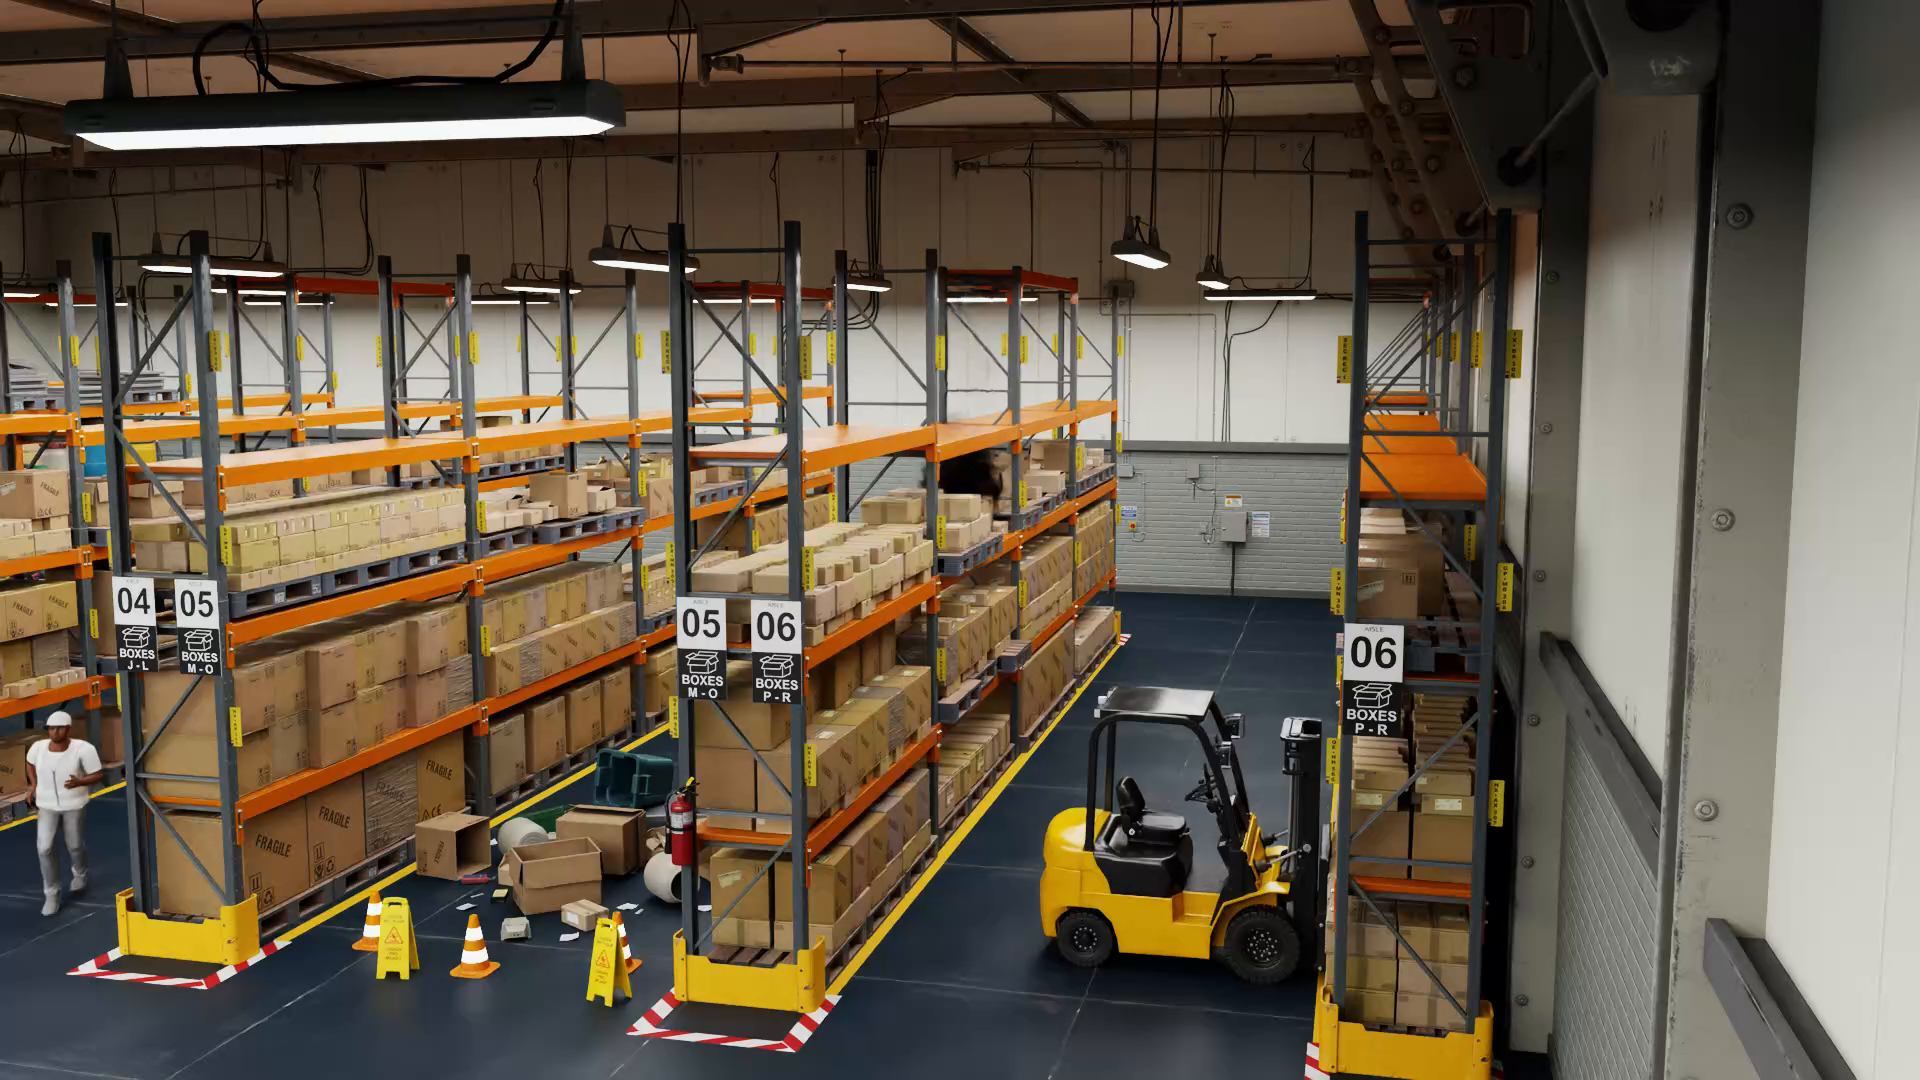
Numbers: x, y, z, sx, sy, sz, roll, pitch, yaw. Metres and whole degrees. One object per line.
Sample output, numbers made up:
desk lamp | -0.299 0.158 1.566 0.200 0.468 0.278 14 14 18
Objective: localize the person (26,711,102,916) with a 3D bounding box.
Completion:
person | -8.164 2.455 15.156 0.674 1.832 0.785 -2 7 -16
